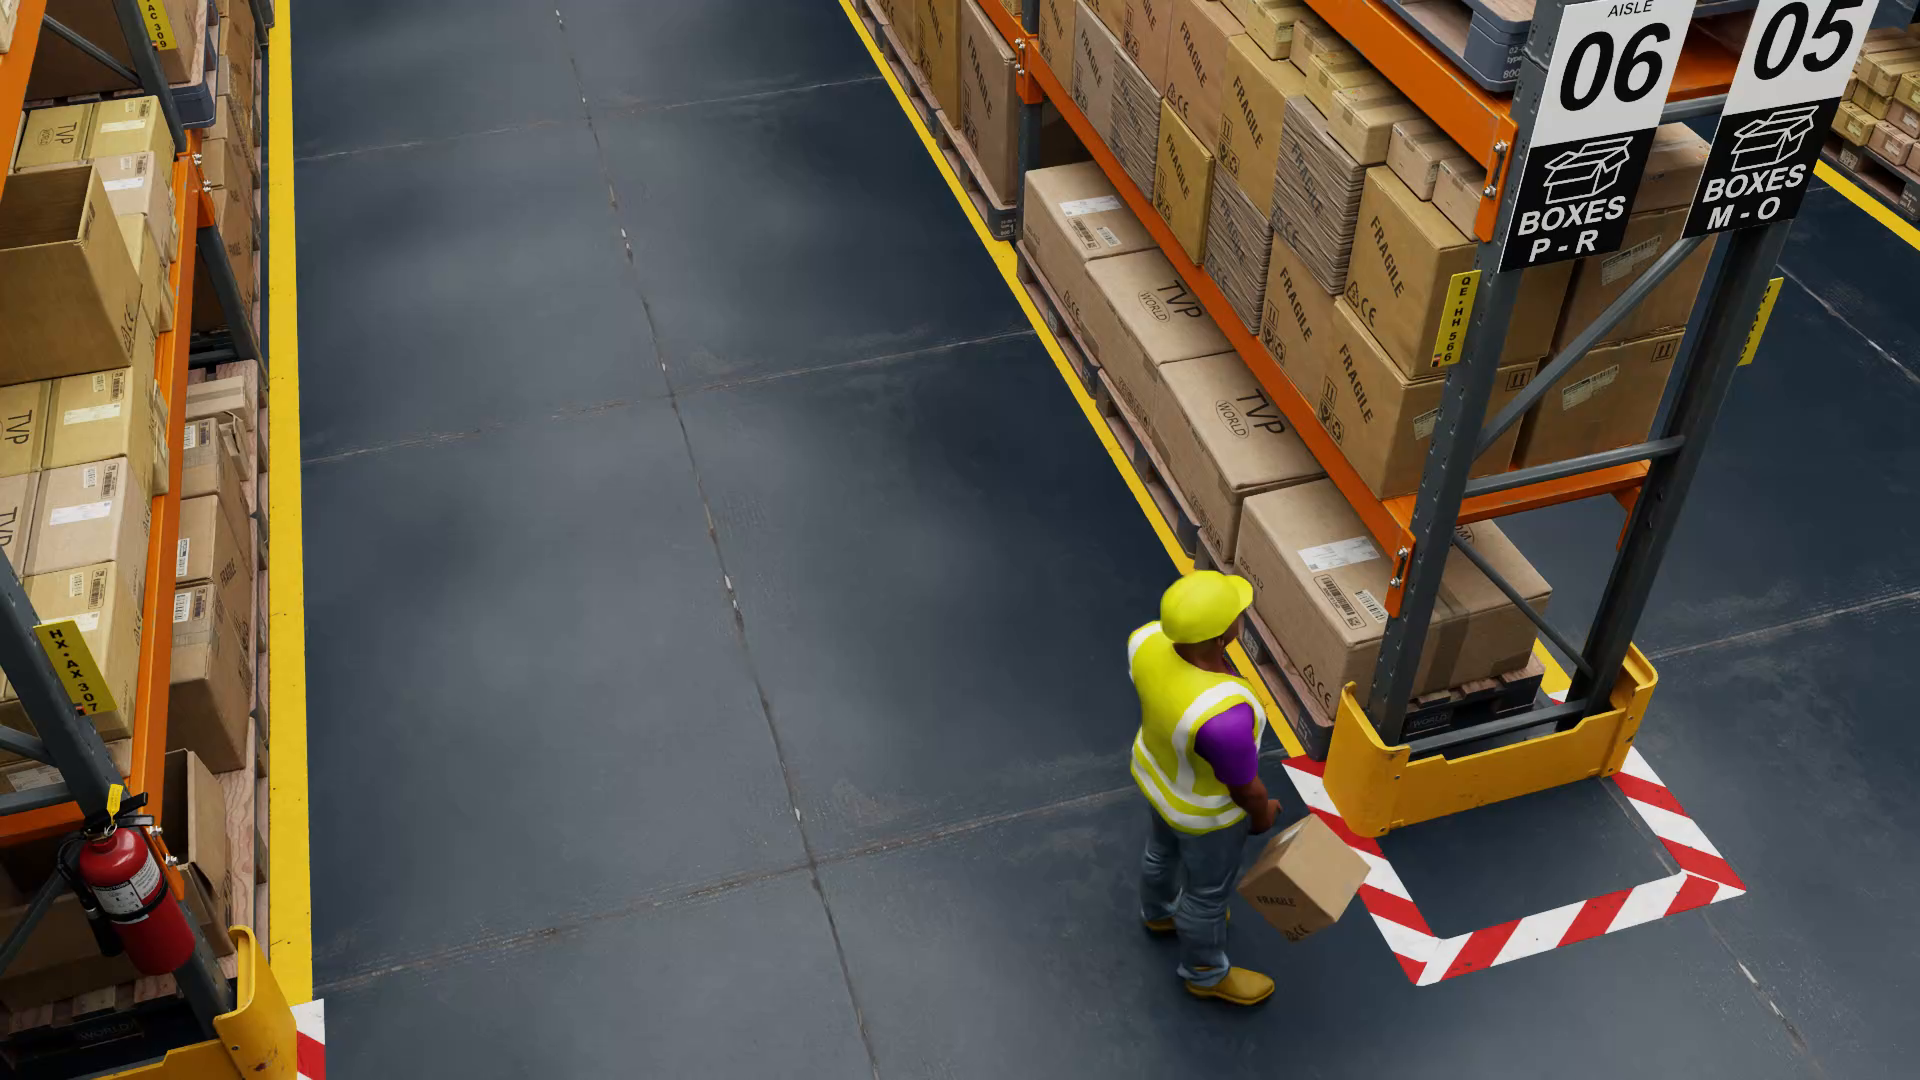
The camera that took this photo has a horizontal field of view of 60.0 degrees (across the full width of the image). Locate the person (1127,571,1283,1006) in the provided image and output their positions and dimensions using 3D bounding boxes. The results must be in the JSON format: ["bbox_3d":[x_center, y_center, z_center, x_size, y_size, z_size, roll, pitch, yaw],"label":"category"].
[{"bbox_3d":[0.793,0.776,5.255,0.476,1.777,0.605,-17,45,-18],"label":"person"}]
